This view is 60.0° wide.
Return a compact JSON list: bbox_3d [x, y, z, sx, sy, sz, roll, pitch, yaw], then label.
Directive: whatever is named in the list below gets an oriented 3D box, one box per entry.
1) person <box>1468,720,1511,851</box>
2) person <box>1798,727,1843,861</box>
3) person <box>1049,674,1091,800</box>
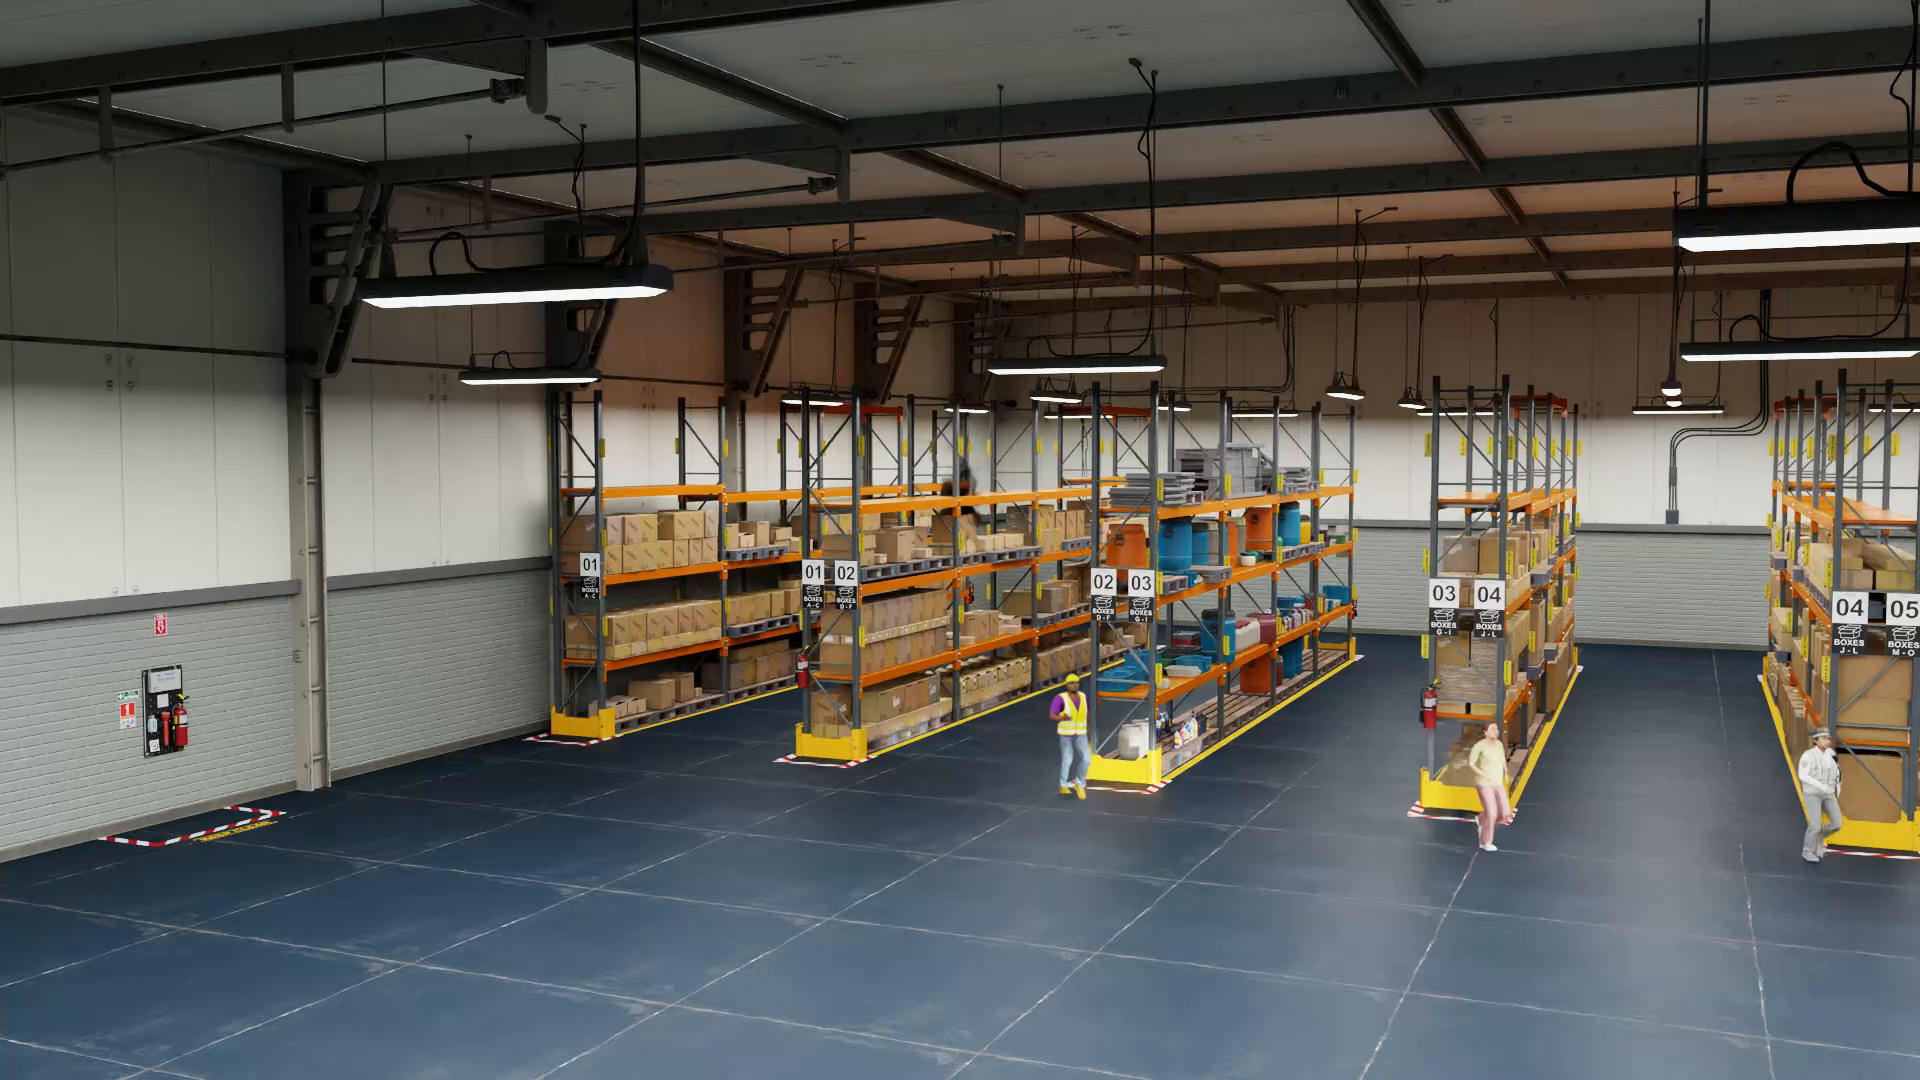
[{"bbox_3d":[6.587,3.041,20.713,0.620,1.626,0.575,-1,3,-24],"label":"person"},{"bbox_3d":[10.398,3.061,19.993,0.653,1.652,0.563,-1,3,-11],"label":"person"},{"bbox_3d":[1.617,2.820,23.775,0.698,1.810,0.655,-1,3,-16],"label":"person"}]
